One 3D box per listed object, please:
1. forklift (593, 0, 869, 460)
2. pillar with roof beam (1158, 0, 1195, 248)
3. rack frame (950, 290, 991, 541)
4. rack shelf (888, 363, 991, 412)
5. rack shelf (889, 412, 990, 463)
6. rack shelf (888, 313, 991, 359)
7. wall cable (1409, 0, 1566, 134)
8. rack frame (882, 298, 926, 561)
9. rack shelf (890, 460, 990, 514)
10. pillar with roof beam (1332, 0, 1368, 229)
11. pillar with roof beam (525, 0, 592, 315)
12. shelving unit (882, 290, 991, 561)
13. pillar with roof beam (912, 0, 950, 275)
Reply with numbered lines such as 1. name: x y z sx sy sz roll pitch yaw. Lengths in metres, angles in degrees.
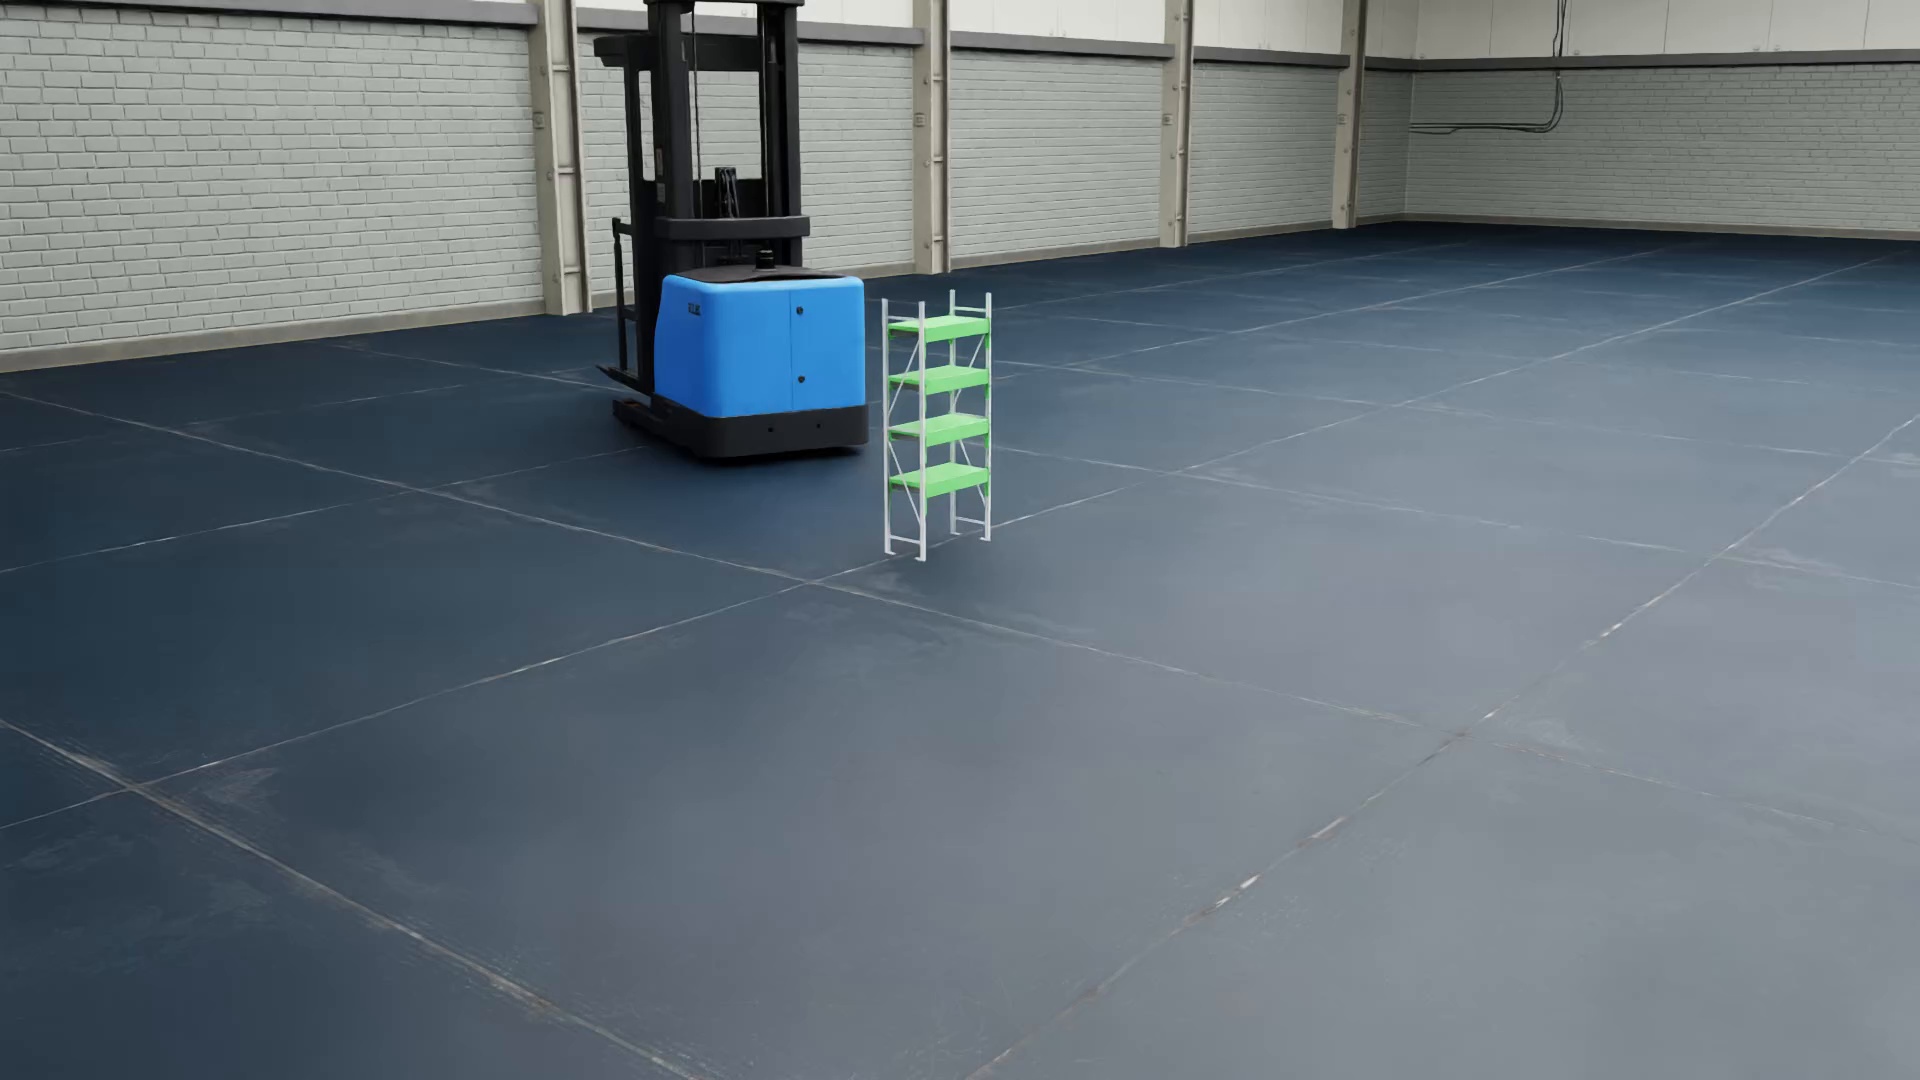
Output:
1. forklift: -1.692 -2.211 10.875 1.130 2.935 3.031 -7 16 -27
2. pillar with roof beam: 6.753 -8.395 22.892 9.100 9.000 0.400 11 18 38
3. rack frame: 0.049 -0.597 8.034 0.240 1.200 0.015 11 18 38
4. rack shelf: -0.104 -0.721 7.807 0.258 0.148 0.480 11 18 38
5. rack shelf: -0.104 -0.488 7.866 0.258 0.148 0.480 11 18 38
6. rack shelf: -0.104 -0.953 7.748 0.258 0.148 0.480 11 18 38
7. wall cable: 10.055 -9.065 31.835 3.097 2.526 0.112 11 18 38
8. rack frame: -0.257 -0.503 7.666 0.240 1.200 0.015 11 18 38
9. rack shelf: -0.104 -0.255 7.925 0.258 0.148 0.480 11 18 38
10. pillar with roof beam: 10.524 -9.544 27.415 9.100 9.000 0.400 11 18 38
11. pillar with roof beam: -0.789 -6.097 13.846 9.100 9.000 0.400 11 18 38
12. shelving unit: -0.104 -0.550 7.850 0.258 1.200 0.503 11 18 38
13. pillar with roof beam: 2.982 -7.246 18.369 9.100 9.000 0.400 11 18 38
